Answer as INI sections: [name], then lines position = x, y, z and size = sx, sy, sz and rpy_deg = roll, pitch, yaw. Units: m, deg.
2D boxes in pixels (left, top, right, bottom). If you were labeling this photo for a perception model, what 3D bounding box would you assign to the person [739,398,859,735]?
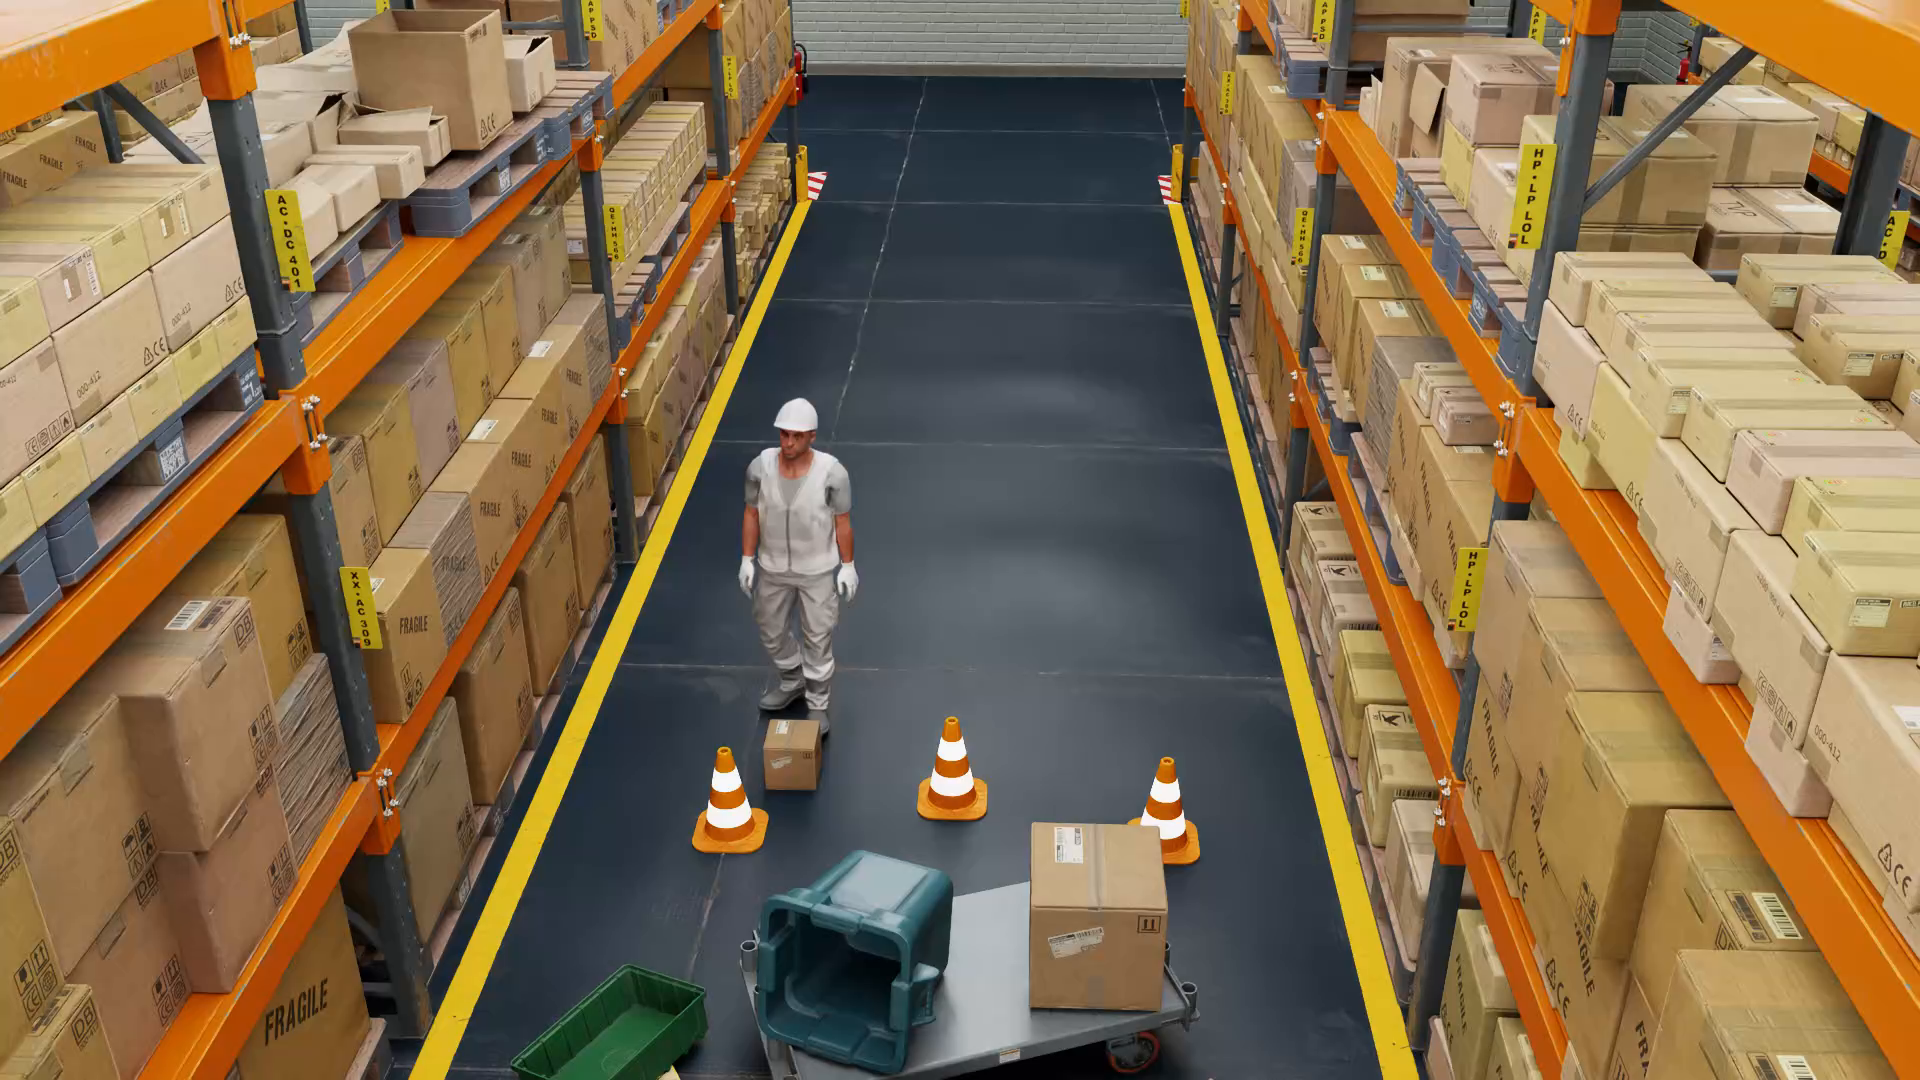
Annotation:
[person]
position = -0.805, 0.135, 8.310
size = 0.590, 1.793, 0.441
rpy_deg = 4, 28, 8
